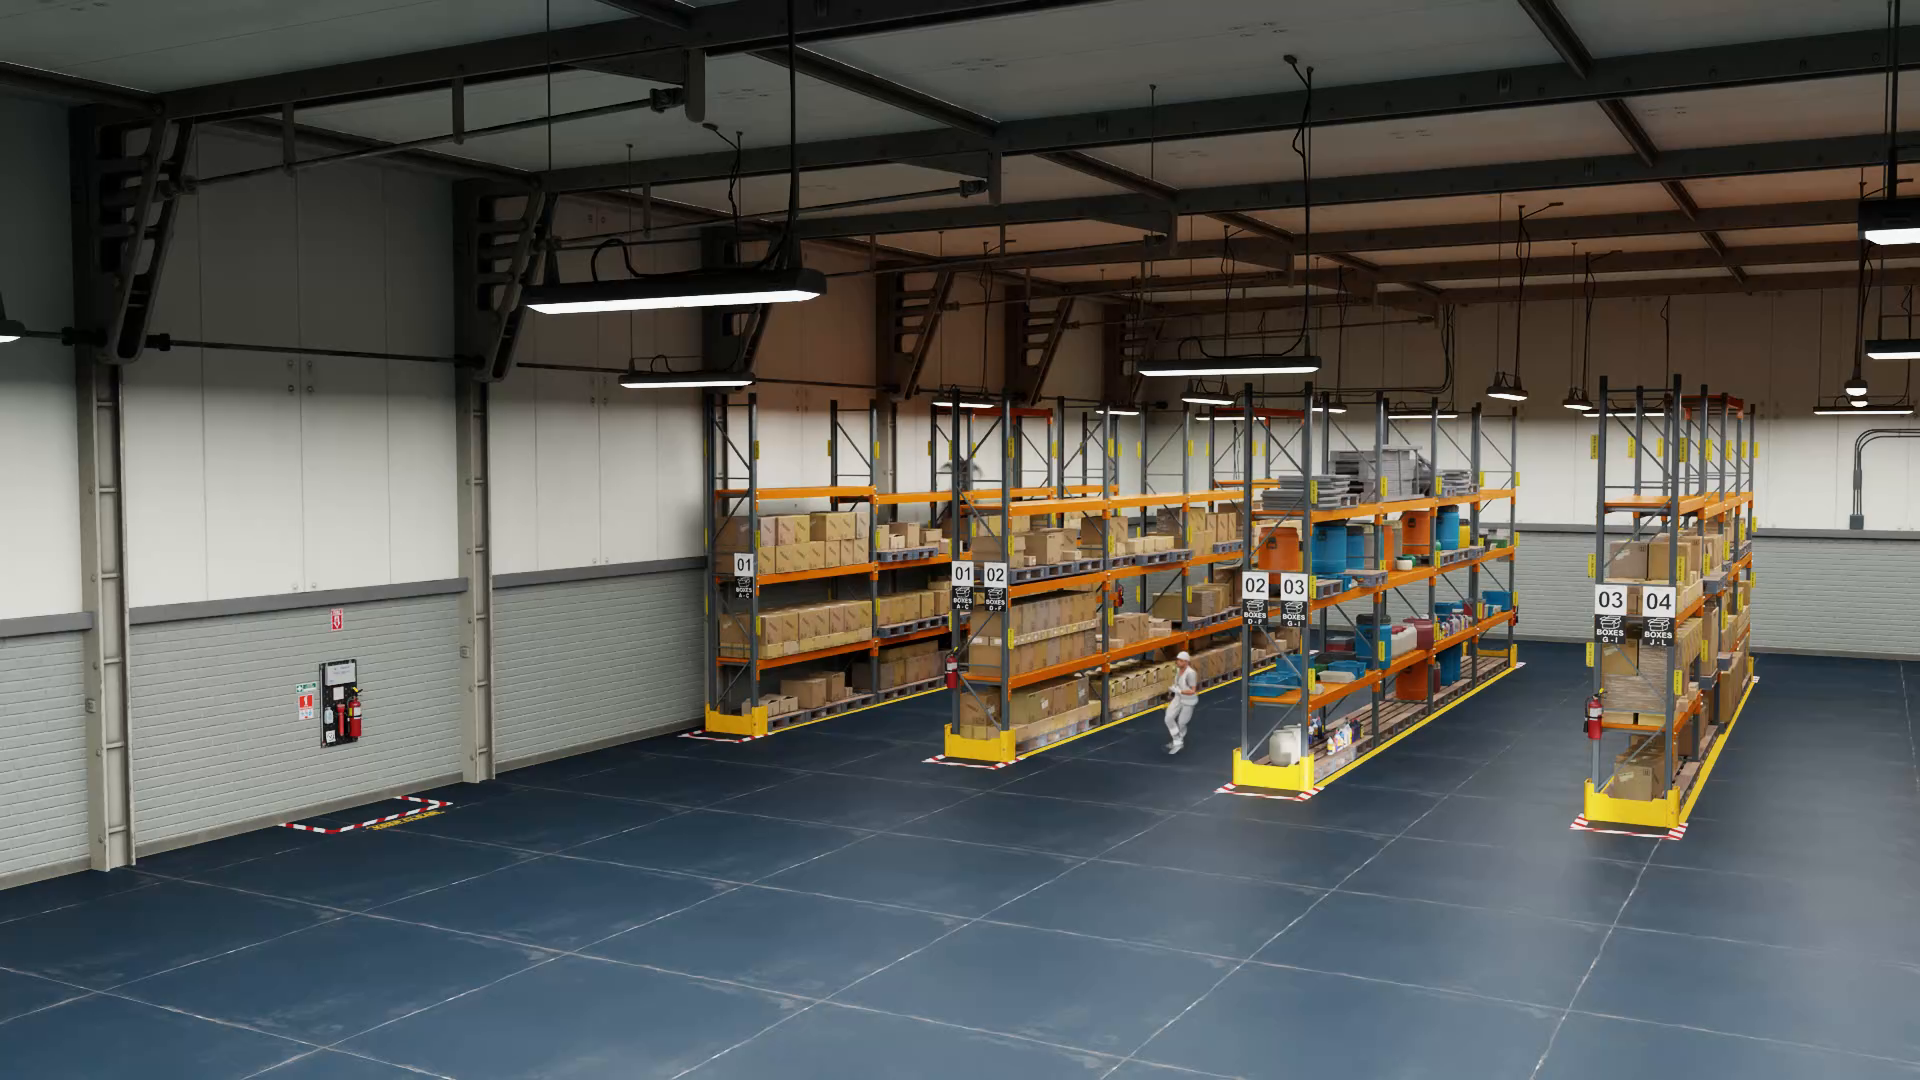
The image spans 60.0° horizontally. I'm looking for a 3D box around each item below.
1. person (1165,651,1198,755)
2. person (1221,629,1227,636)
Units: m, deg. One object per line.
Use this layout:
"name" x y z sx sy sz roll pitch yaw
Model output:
"person" 3.632 2.662 27.329 0.713 1.710 0.811 -3 4 -45
"person" 6.755 1.879 42.966 1.123 1.581 0.664 3 4 42
